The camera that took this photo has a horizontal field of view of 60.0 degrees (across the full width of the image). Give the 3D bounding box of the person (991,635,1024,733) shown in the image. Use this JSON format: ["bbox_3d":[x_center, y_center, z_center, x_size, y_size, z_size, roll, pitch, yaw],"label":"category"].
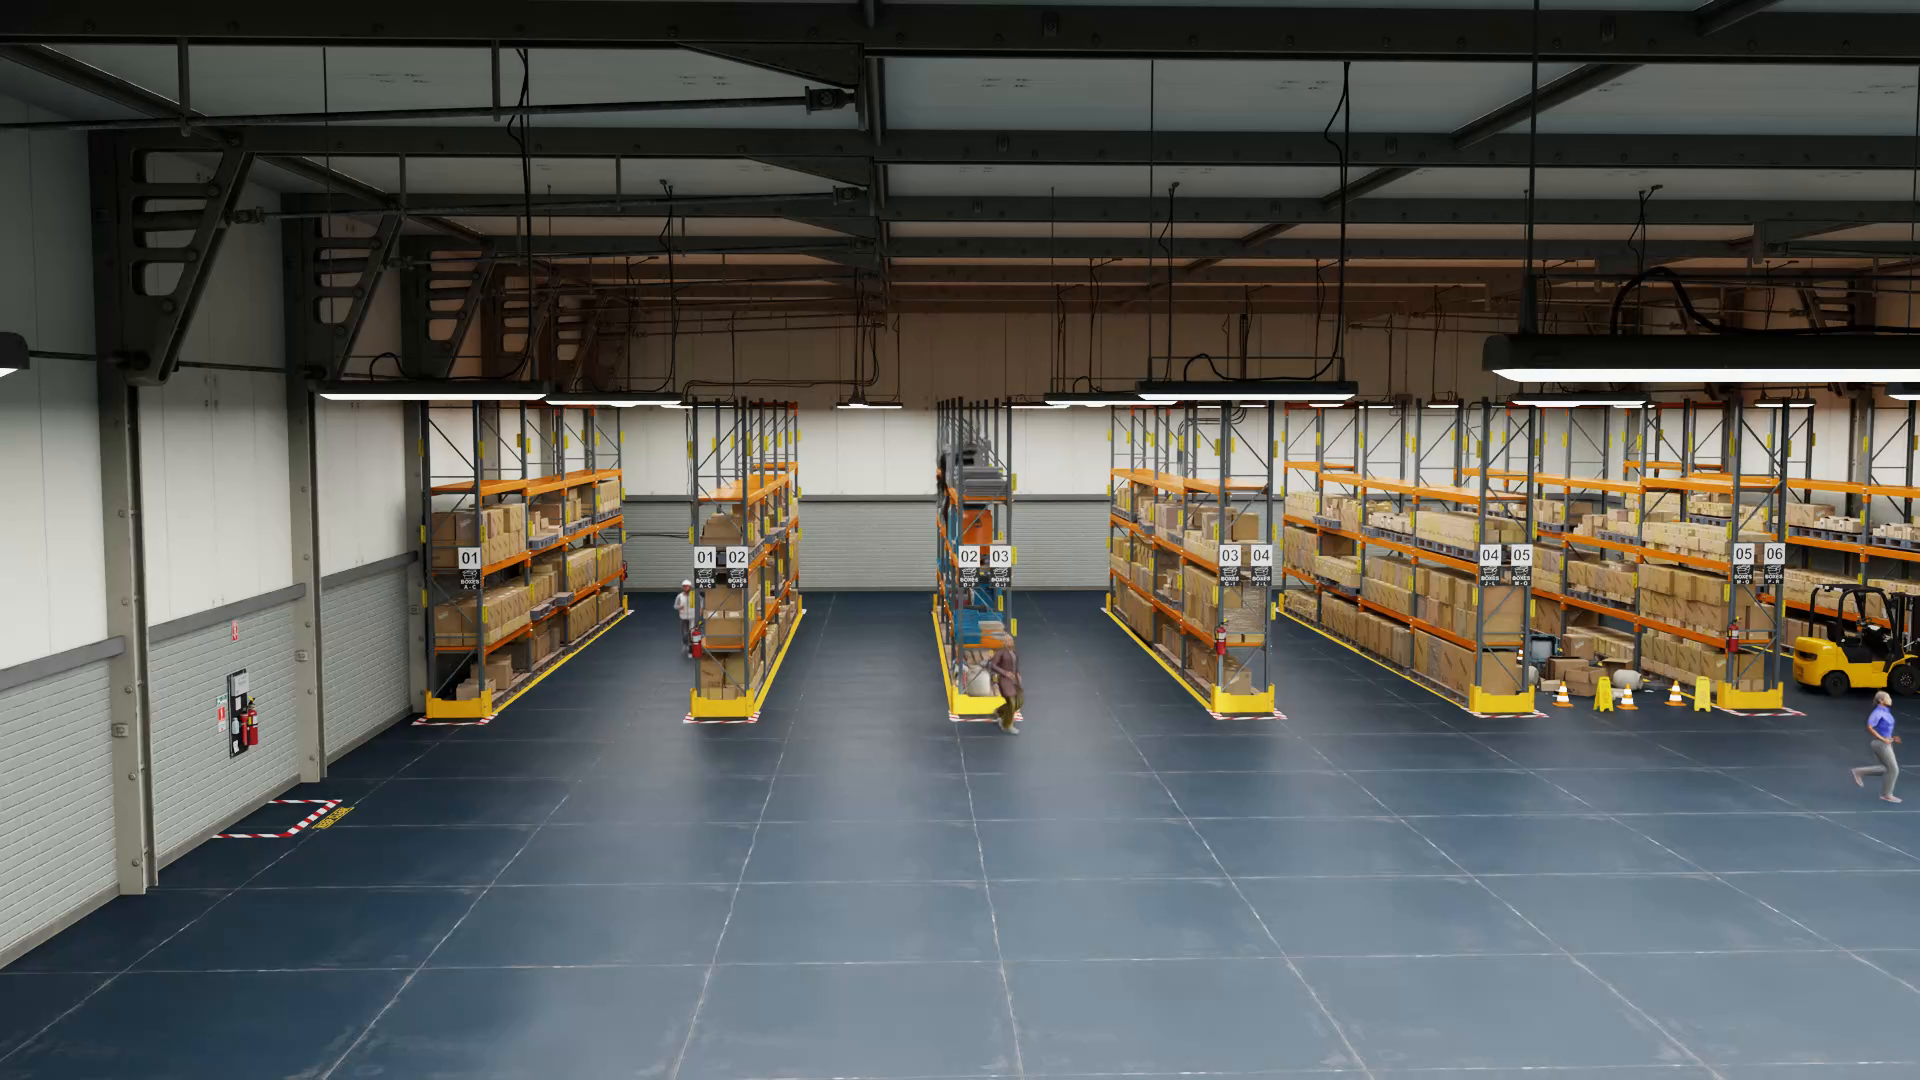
[{"bbox_3d":[0.852,2.567,29.779,0.671,1.754,0.752,4,6,41],"label":"person"}]

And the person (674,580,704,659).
[{"bbox_3d":[-6.343,1.833,38.903,0.665,1.806,0.953,0,4,-2],"label":"person"}]

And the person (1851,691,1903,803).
[{"bbox_3d":[13.547,3.034,24.527,0.664,1.632,0.577,3,5,36],"label":"person"}]
